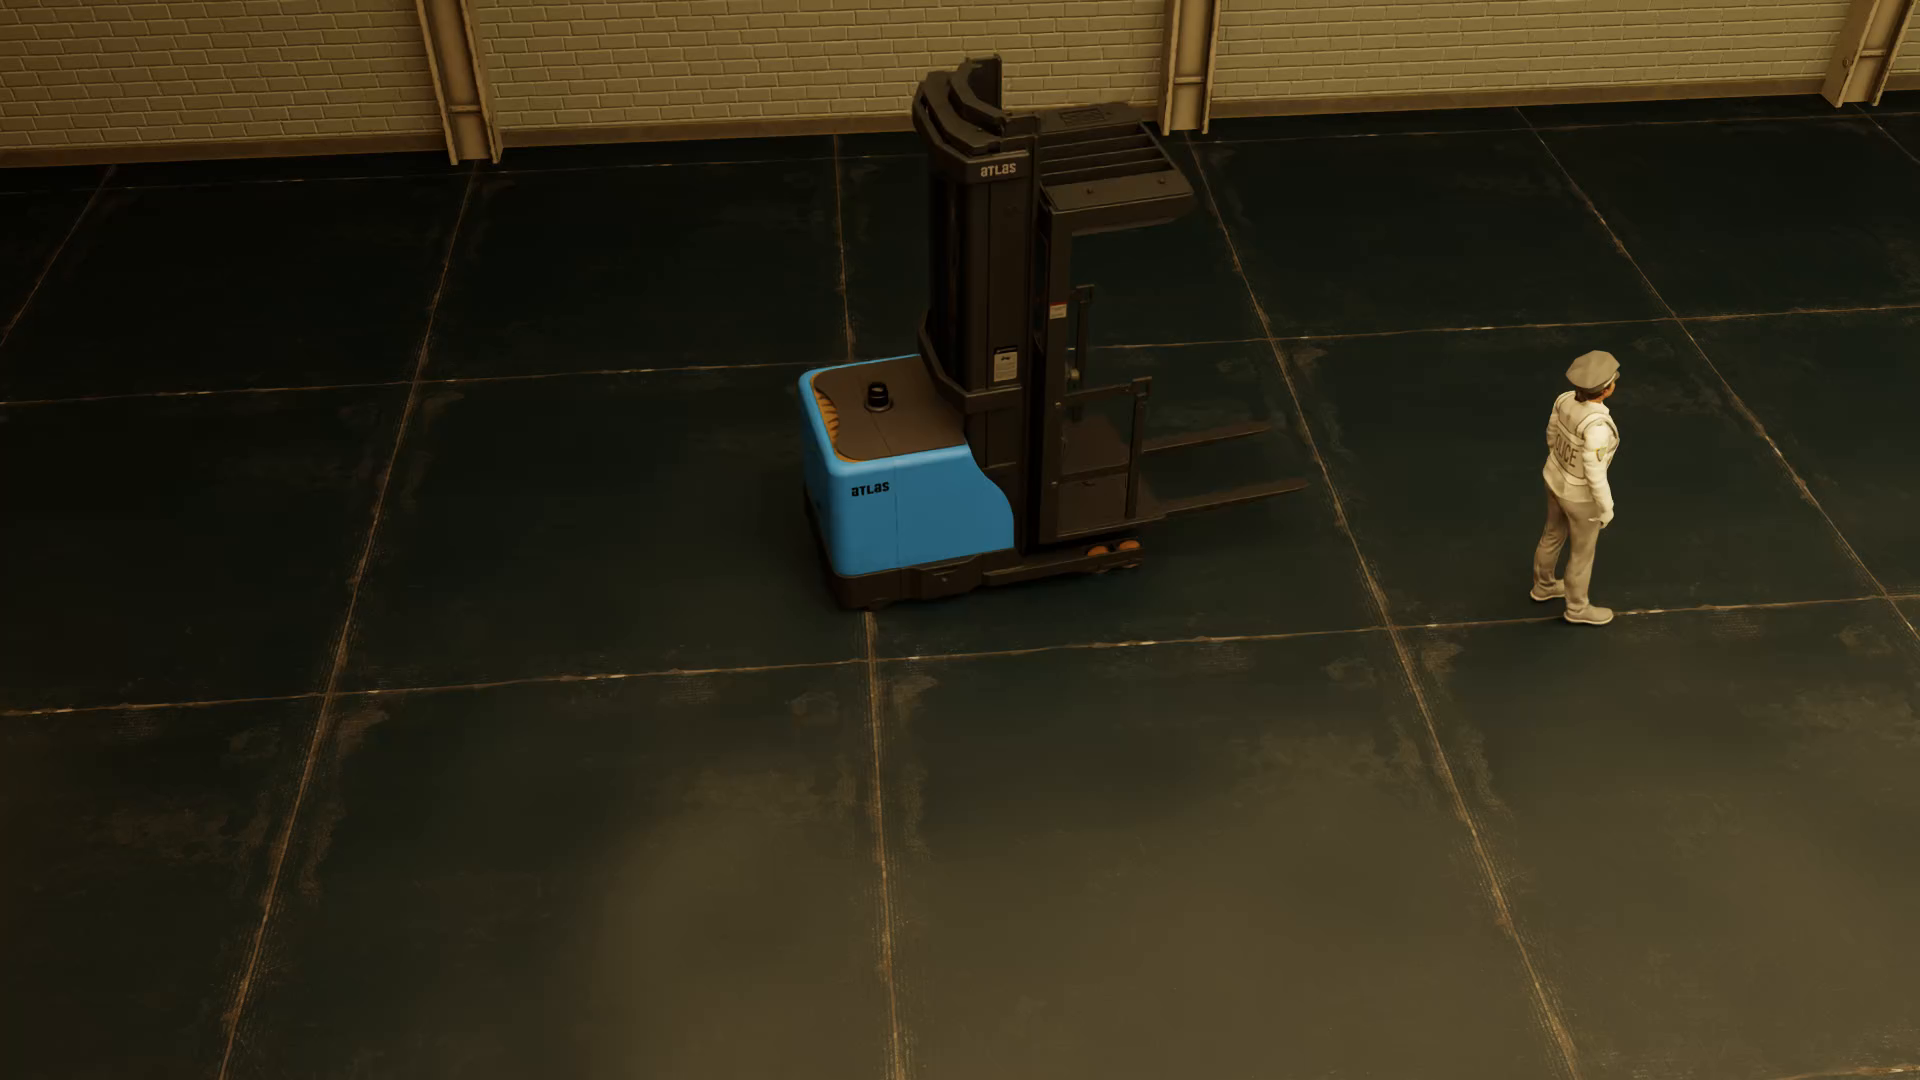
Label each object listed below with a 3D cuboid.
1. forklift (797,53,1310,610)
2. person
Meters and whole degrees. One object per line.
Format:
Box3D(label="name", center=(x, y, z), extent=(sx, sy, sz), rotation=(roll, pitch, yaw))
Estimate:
Box3D(label="forklift", center=(0.614, -1.235, 9.381), extent=(3.031, 2.935, 1.130), rotation=(-10, 42, -12))
Box3D(label="person", center=(3.476, -0.306, 9.239), extent=(0.526, 1.698, 0.578), rotation=(-8, 41, -10))
